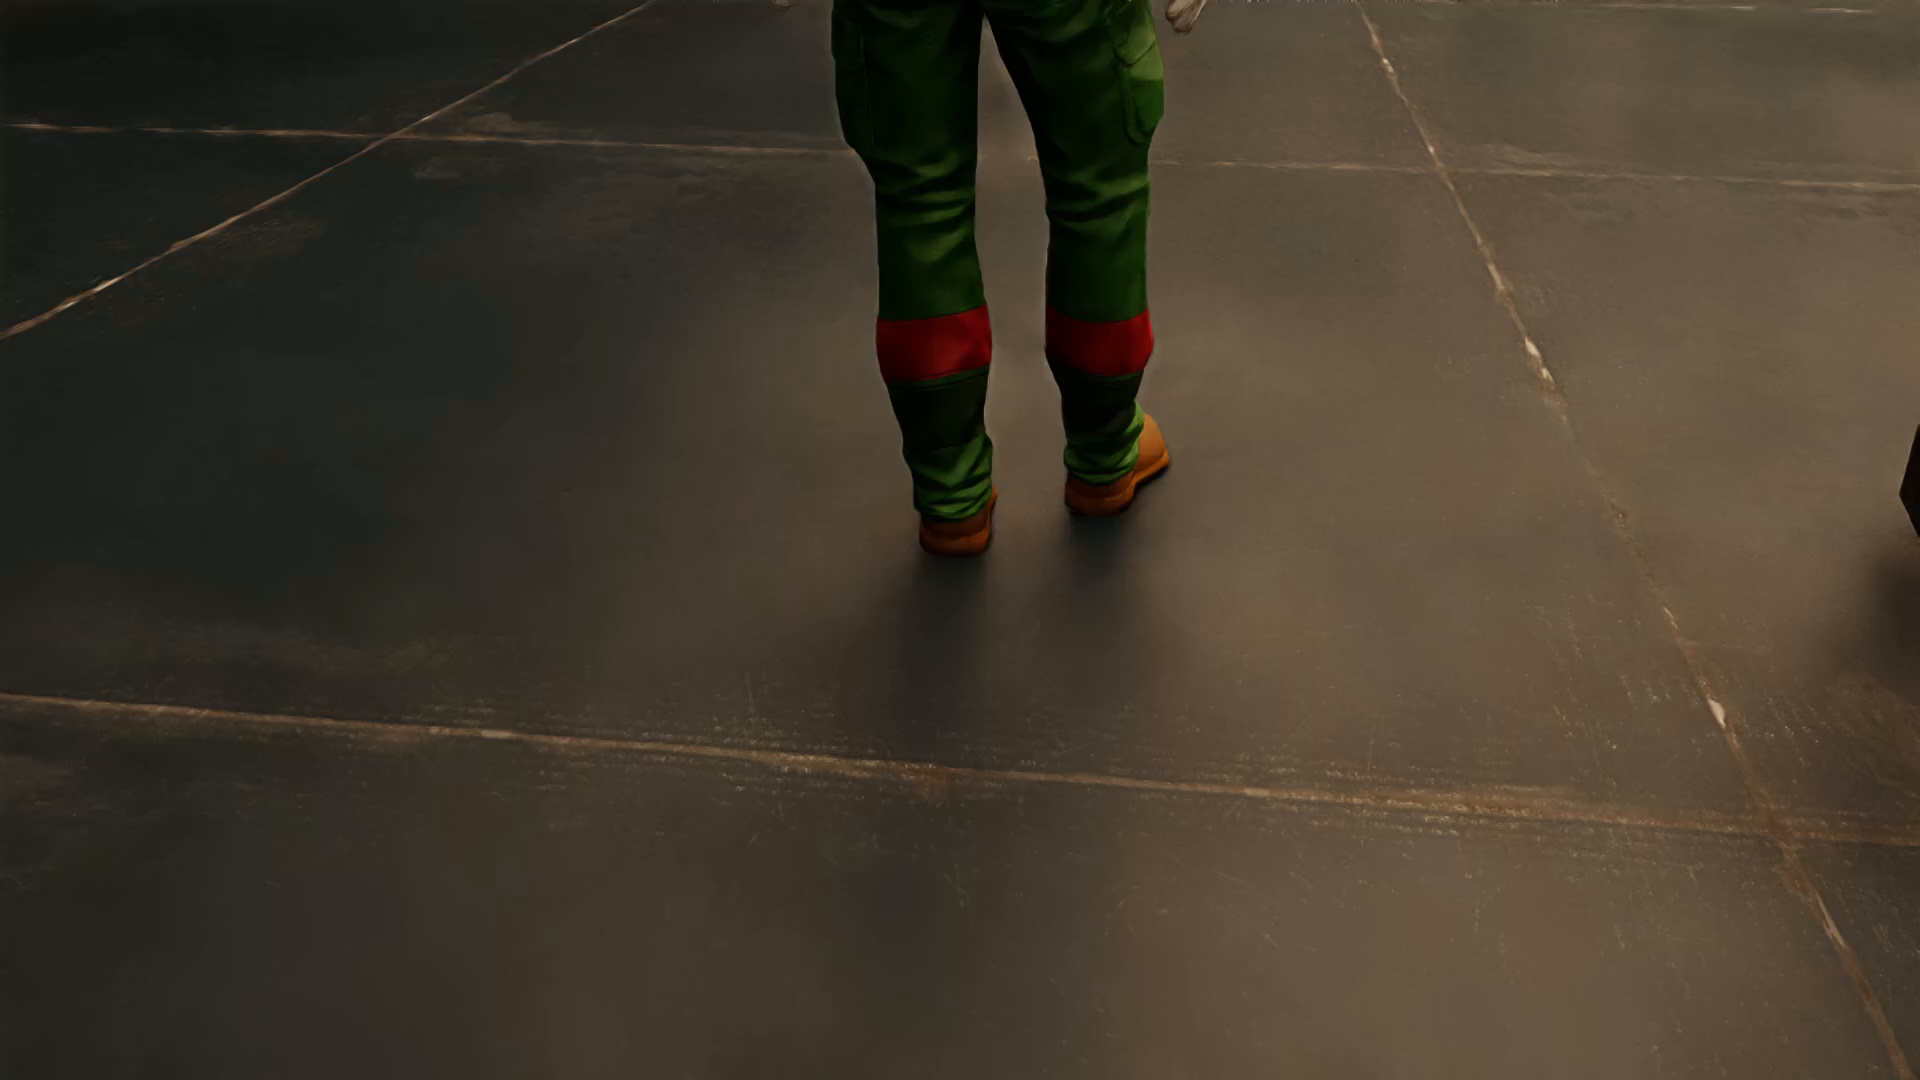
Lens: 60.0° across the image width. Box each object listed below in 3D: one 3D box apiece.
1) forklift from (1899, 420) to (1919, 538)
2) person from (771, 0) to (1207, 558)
[{"bbox_3d":[2.722,-0.934,1.089,3.031,2.935,1.130,8,28,15],"label":"forklift"},{"bbox_3d":[0.026,-0.861,2.231,0.686,1.788,0.559,6,27,12],"label":"person"}]
